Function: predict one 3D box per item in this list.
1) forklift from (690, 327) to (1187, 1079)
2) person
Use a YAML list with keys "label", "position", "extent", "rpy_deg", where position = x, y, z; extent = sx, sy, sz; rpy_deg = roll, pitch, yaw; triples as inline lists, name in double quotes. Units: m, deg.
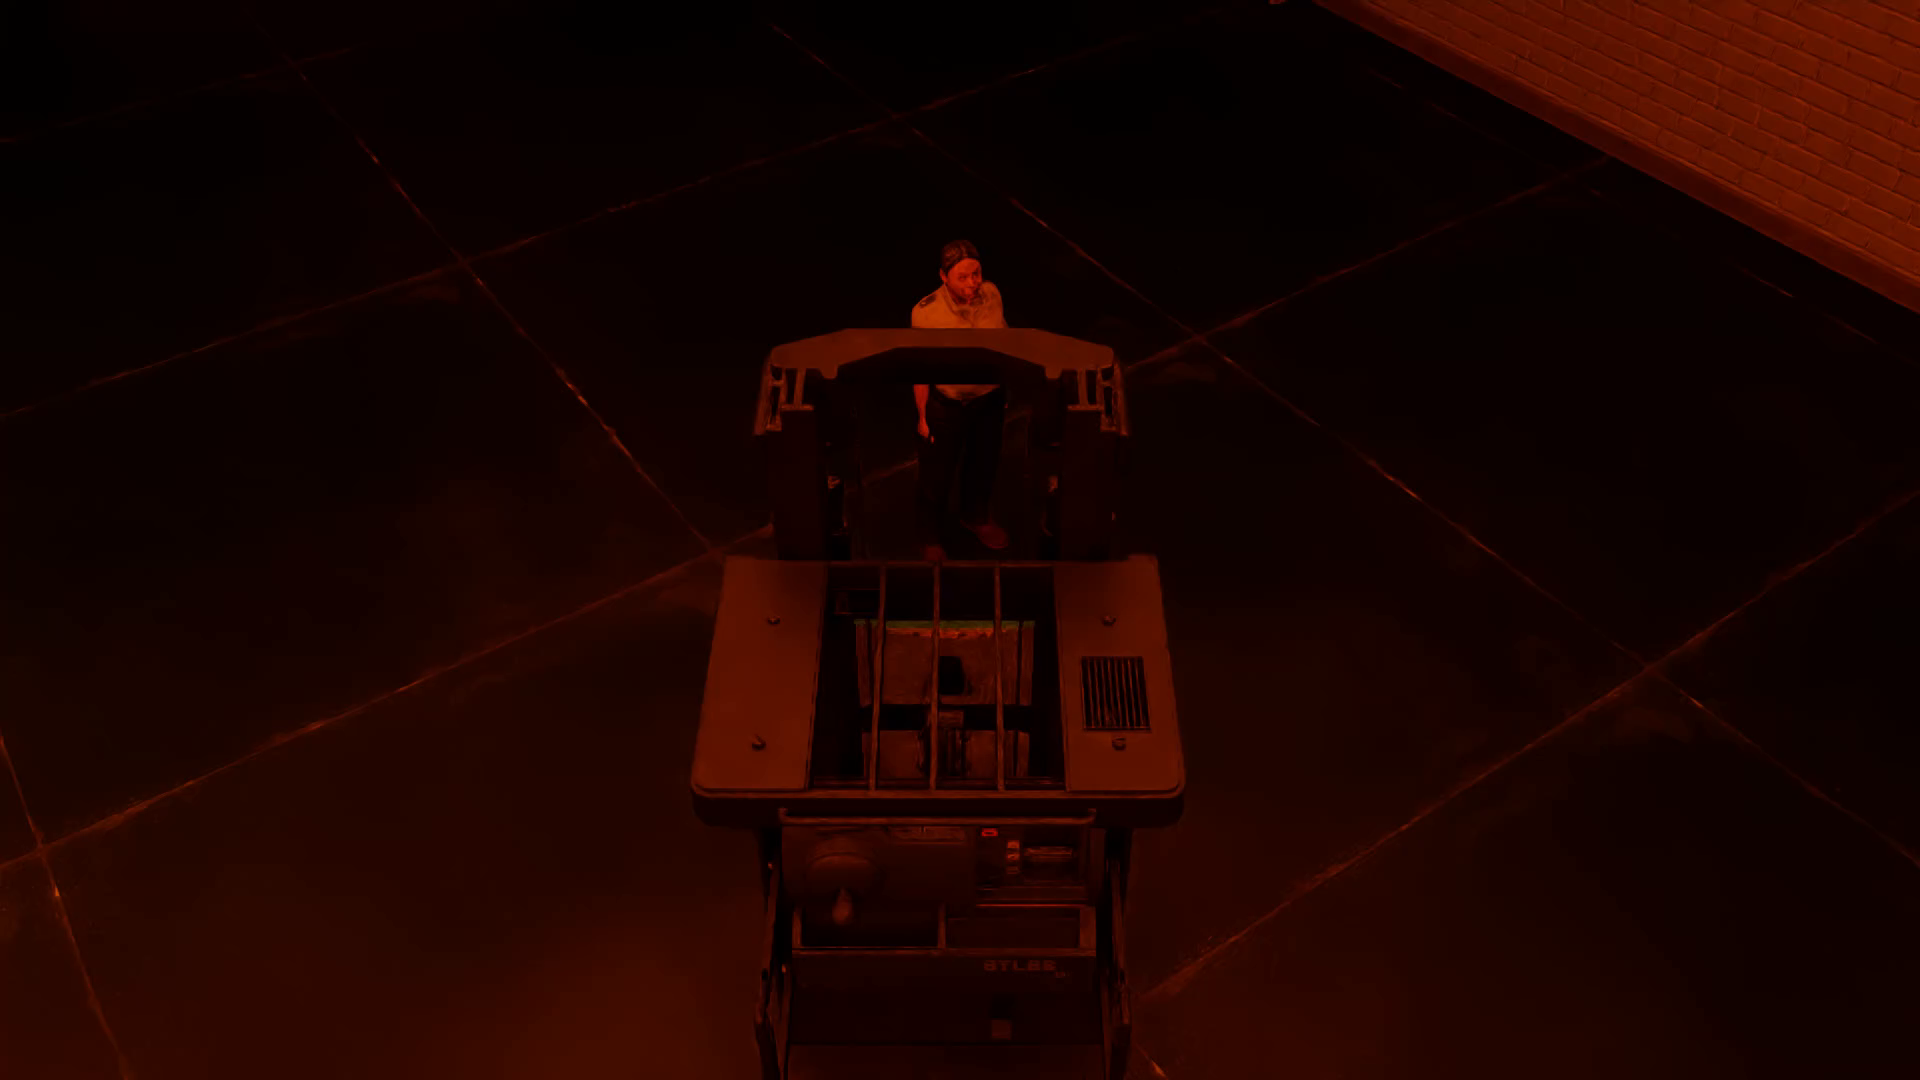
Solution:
- label: "forklift"
  position: [-0.046, 0.998, 4.633]
  extent: [1.130, 2.935, 3.031]
  rpy_deg: [0, 43, 0]
- label: "person"
  position: [0.002, -0.588, 7.313]
  extent: [0.480, 1.639, 0.349]
  rpy_deg: [-25, 48, -25]
